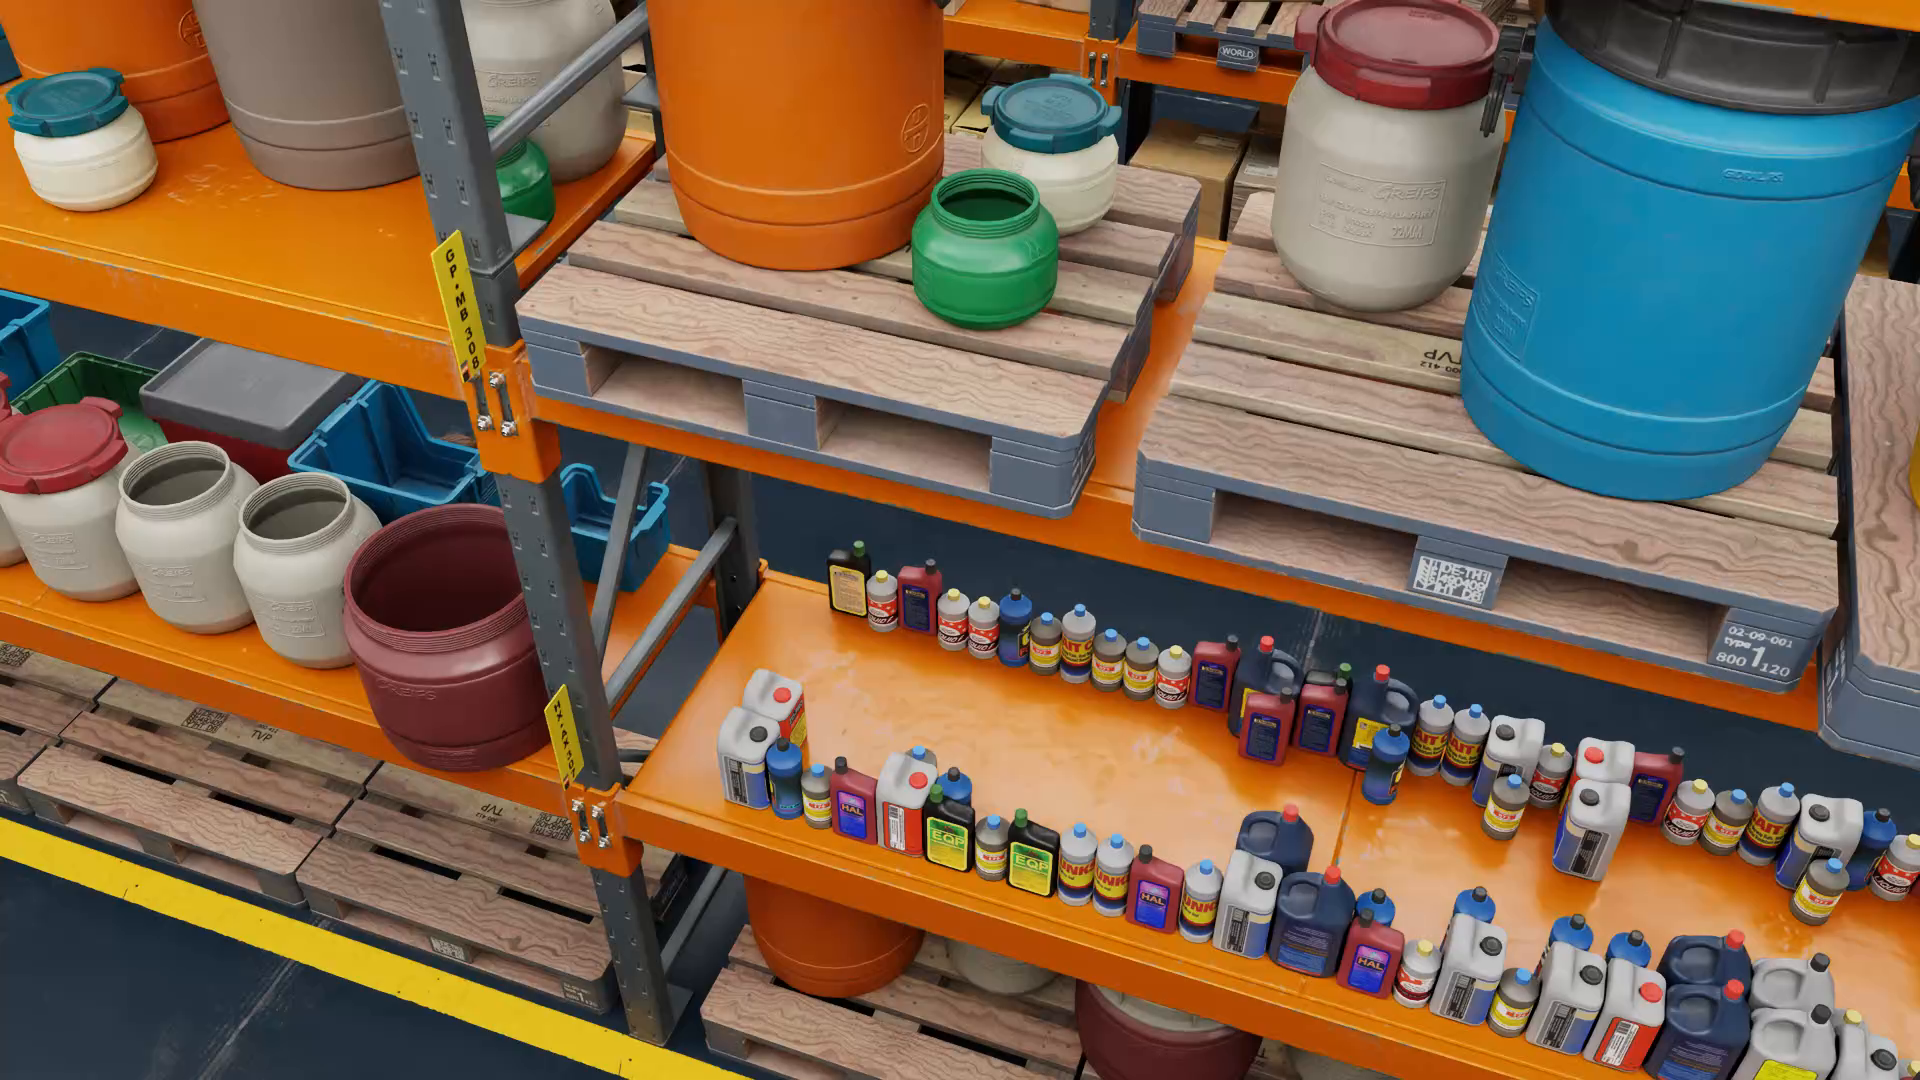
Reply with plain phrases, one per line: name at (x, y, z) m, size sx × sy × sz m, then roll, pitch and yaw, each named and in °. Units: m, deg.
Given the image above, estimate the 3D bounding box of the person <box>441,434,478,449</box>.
person at (-1.696, 0.047, 6.316) m, size 0.461 × 1.337 × 0.620 m, roll 14°, pitch 44°, yaw 15°
